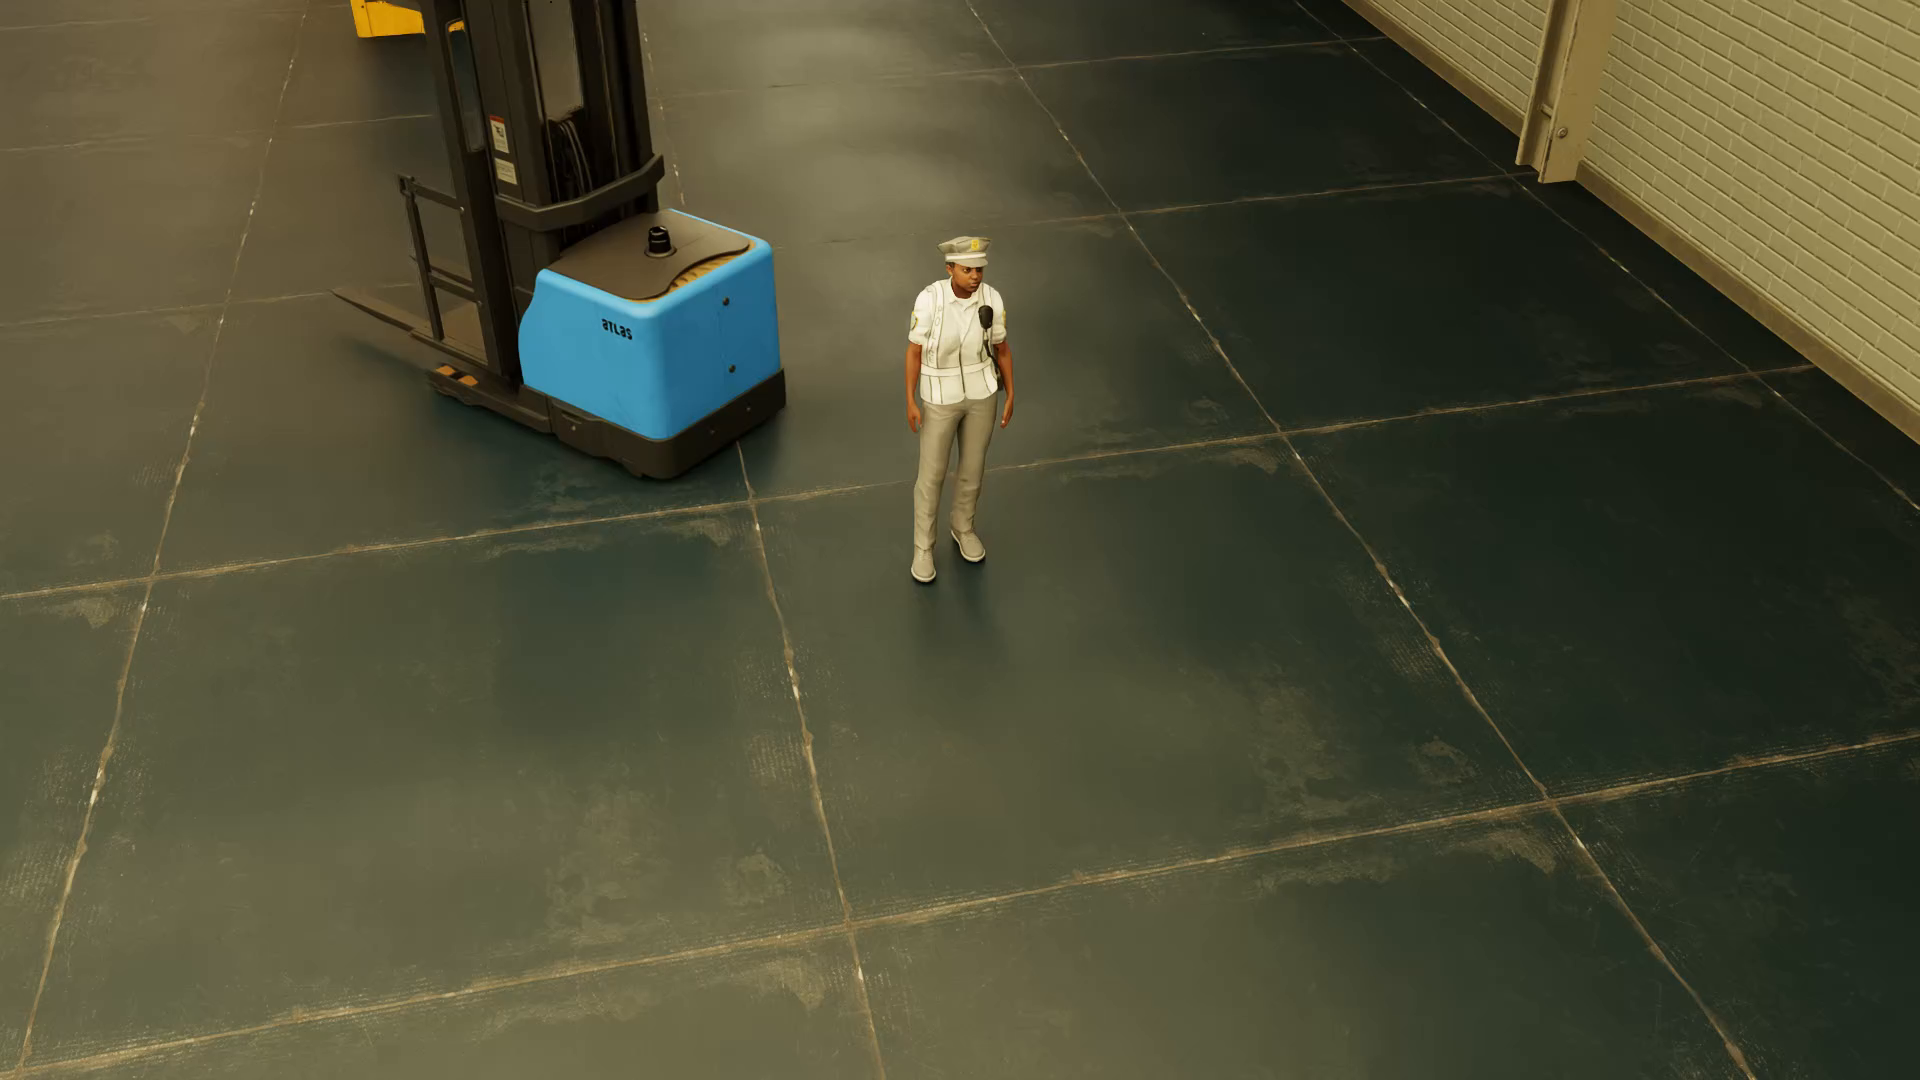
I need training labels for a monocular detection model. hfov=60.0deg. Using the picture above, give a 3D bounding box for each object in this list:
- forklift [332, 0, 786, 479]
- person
[{"bbox_3d":[-2.487,-2.199,9.106,3.031,2.935,1.130,23,42,28],"label":"forklift"},{"bbox_3d":[-0.003,-0.648,7.997,0.569,1.695,0.528,-8,36,-11],"label":"person"}]
